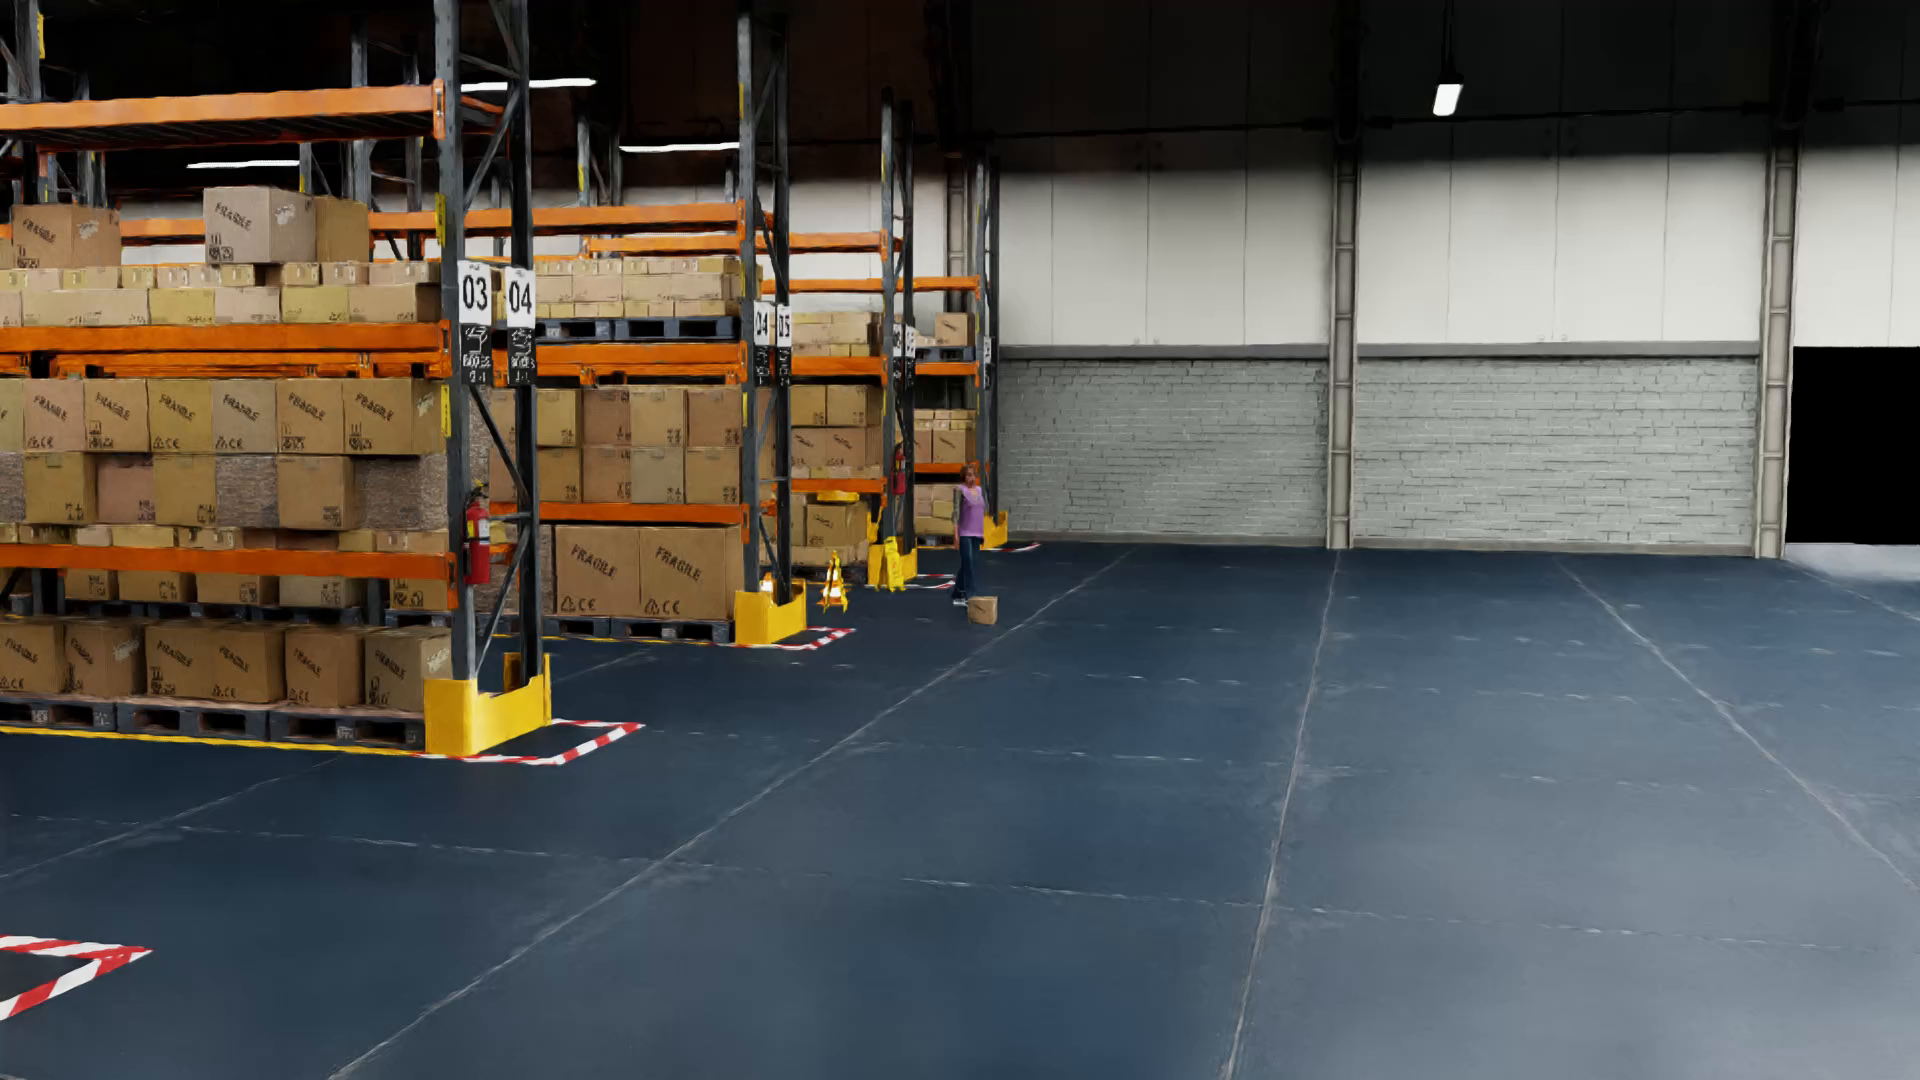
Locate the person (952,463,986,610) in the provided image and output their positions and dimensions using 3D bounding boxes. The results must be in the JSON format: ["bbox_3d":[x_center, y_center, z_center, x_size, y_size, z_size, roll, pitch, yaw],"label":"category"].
[{"bbox_3d":[0.108,-0.039,18.034,0.565,1.597,0.417,4,7,42],"label":"person"}]
